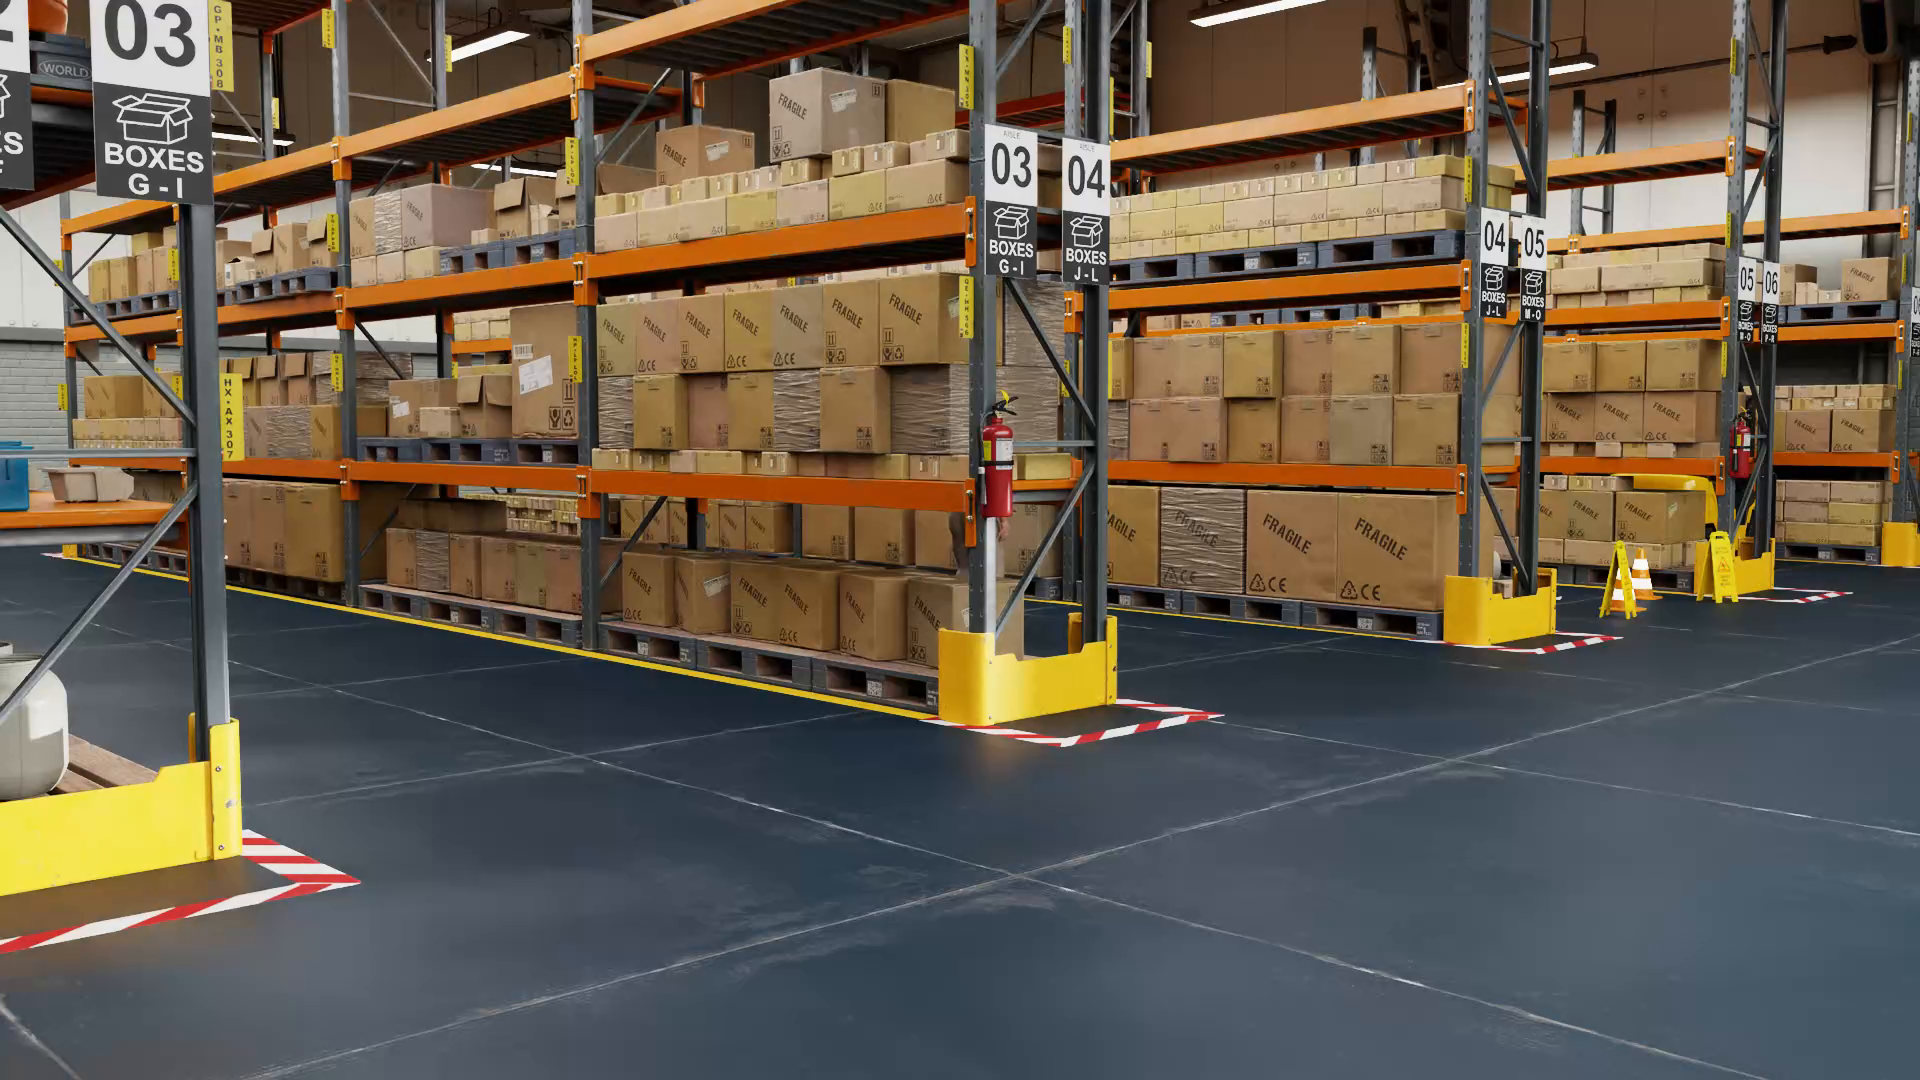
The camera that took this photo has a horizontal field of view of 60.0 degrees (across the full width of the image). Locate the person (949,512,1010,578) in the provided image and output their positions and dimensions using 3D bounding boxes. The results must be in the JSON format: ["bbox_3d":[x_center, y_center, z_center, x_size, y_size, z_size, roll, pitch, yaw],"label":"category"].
[{"bbox_3d":[0.130,-0.174,12.911,0.370,1.657,0.584,-4,5,-44],"label":"person"}]
